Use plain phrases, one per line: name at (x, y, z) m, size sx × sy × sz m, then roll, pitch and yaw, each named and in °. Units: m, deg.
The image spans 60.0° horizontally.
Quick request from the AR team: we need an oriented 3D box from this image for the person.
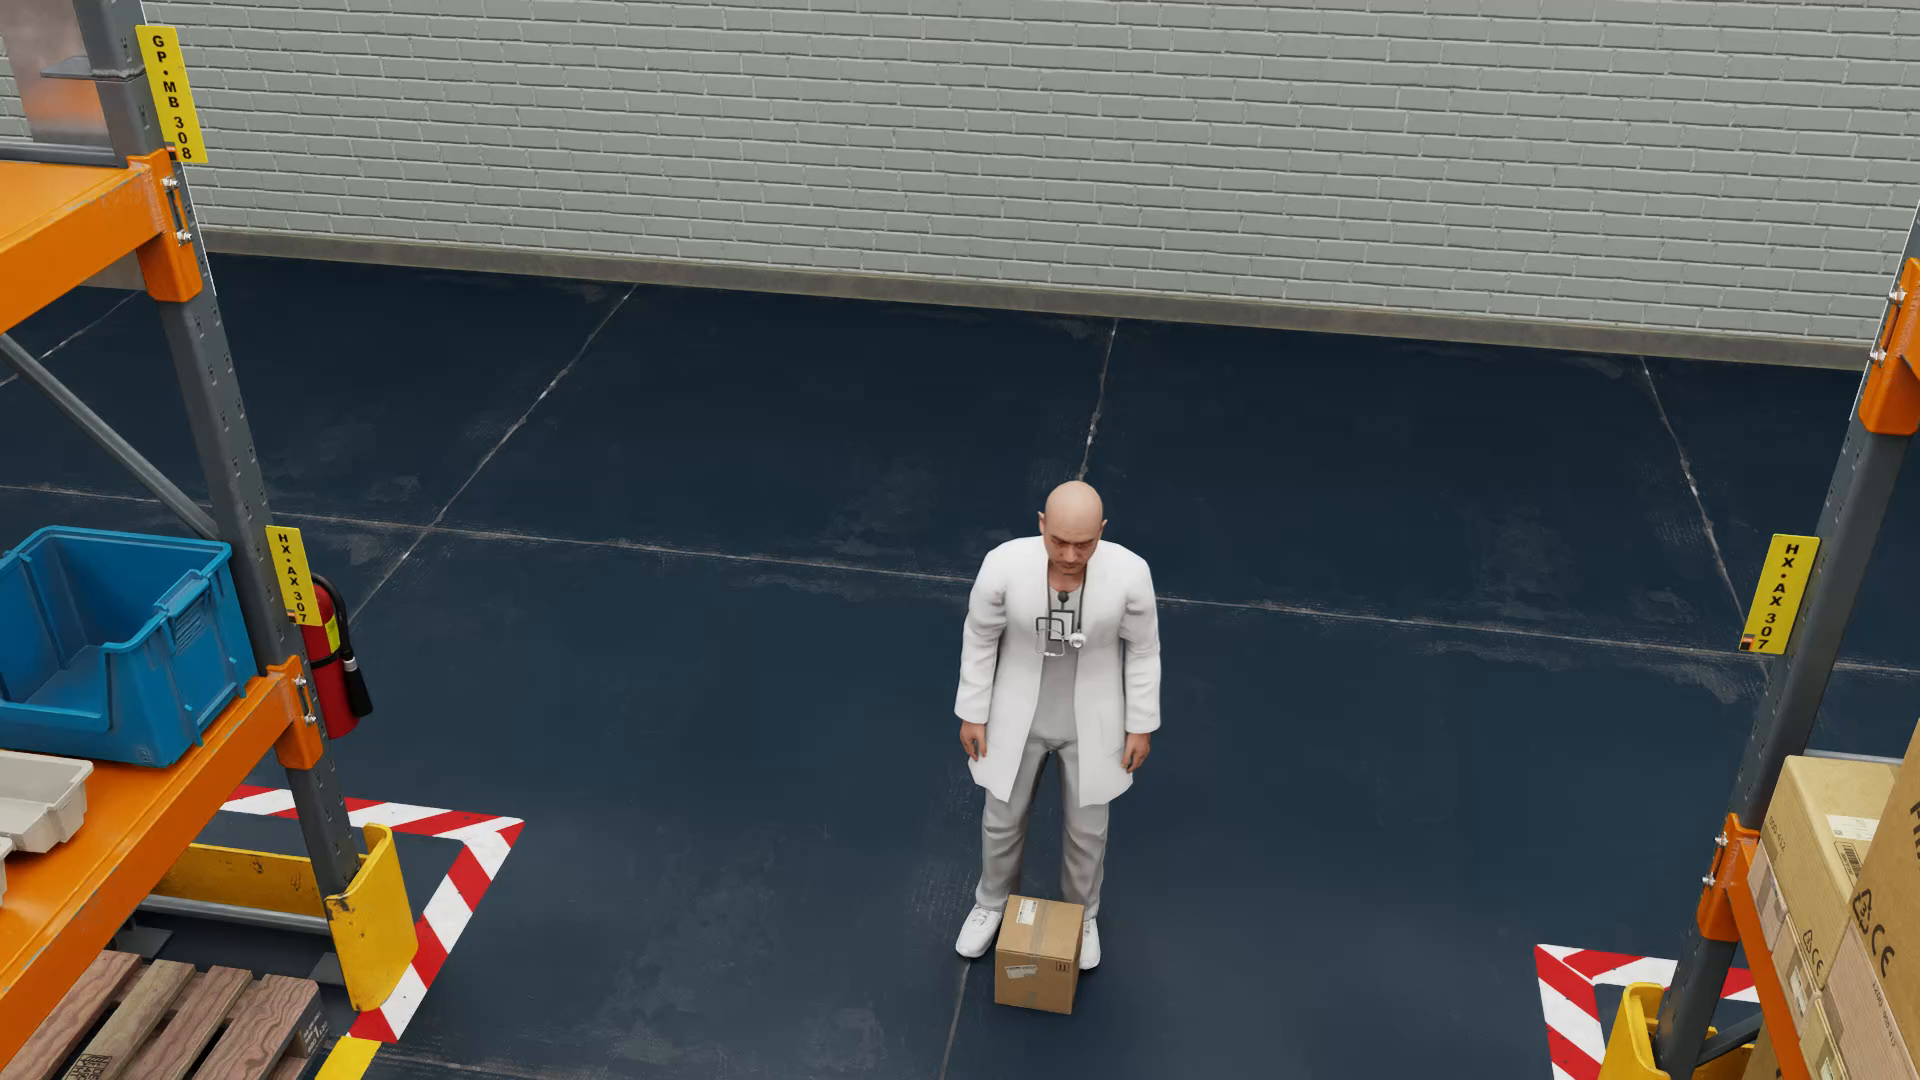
person at (0.305, 0.575, 5.231) m, size 0.646 × 1.772 × 0.429 m, roll 3°, pitch 32°, yaw 5°
